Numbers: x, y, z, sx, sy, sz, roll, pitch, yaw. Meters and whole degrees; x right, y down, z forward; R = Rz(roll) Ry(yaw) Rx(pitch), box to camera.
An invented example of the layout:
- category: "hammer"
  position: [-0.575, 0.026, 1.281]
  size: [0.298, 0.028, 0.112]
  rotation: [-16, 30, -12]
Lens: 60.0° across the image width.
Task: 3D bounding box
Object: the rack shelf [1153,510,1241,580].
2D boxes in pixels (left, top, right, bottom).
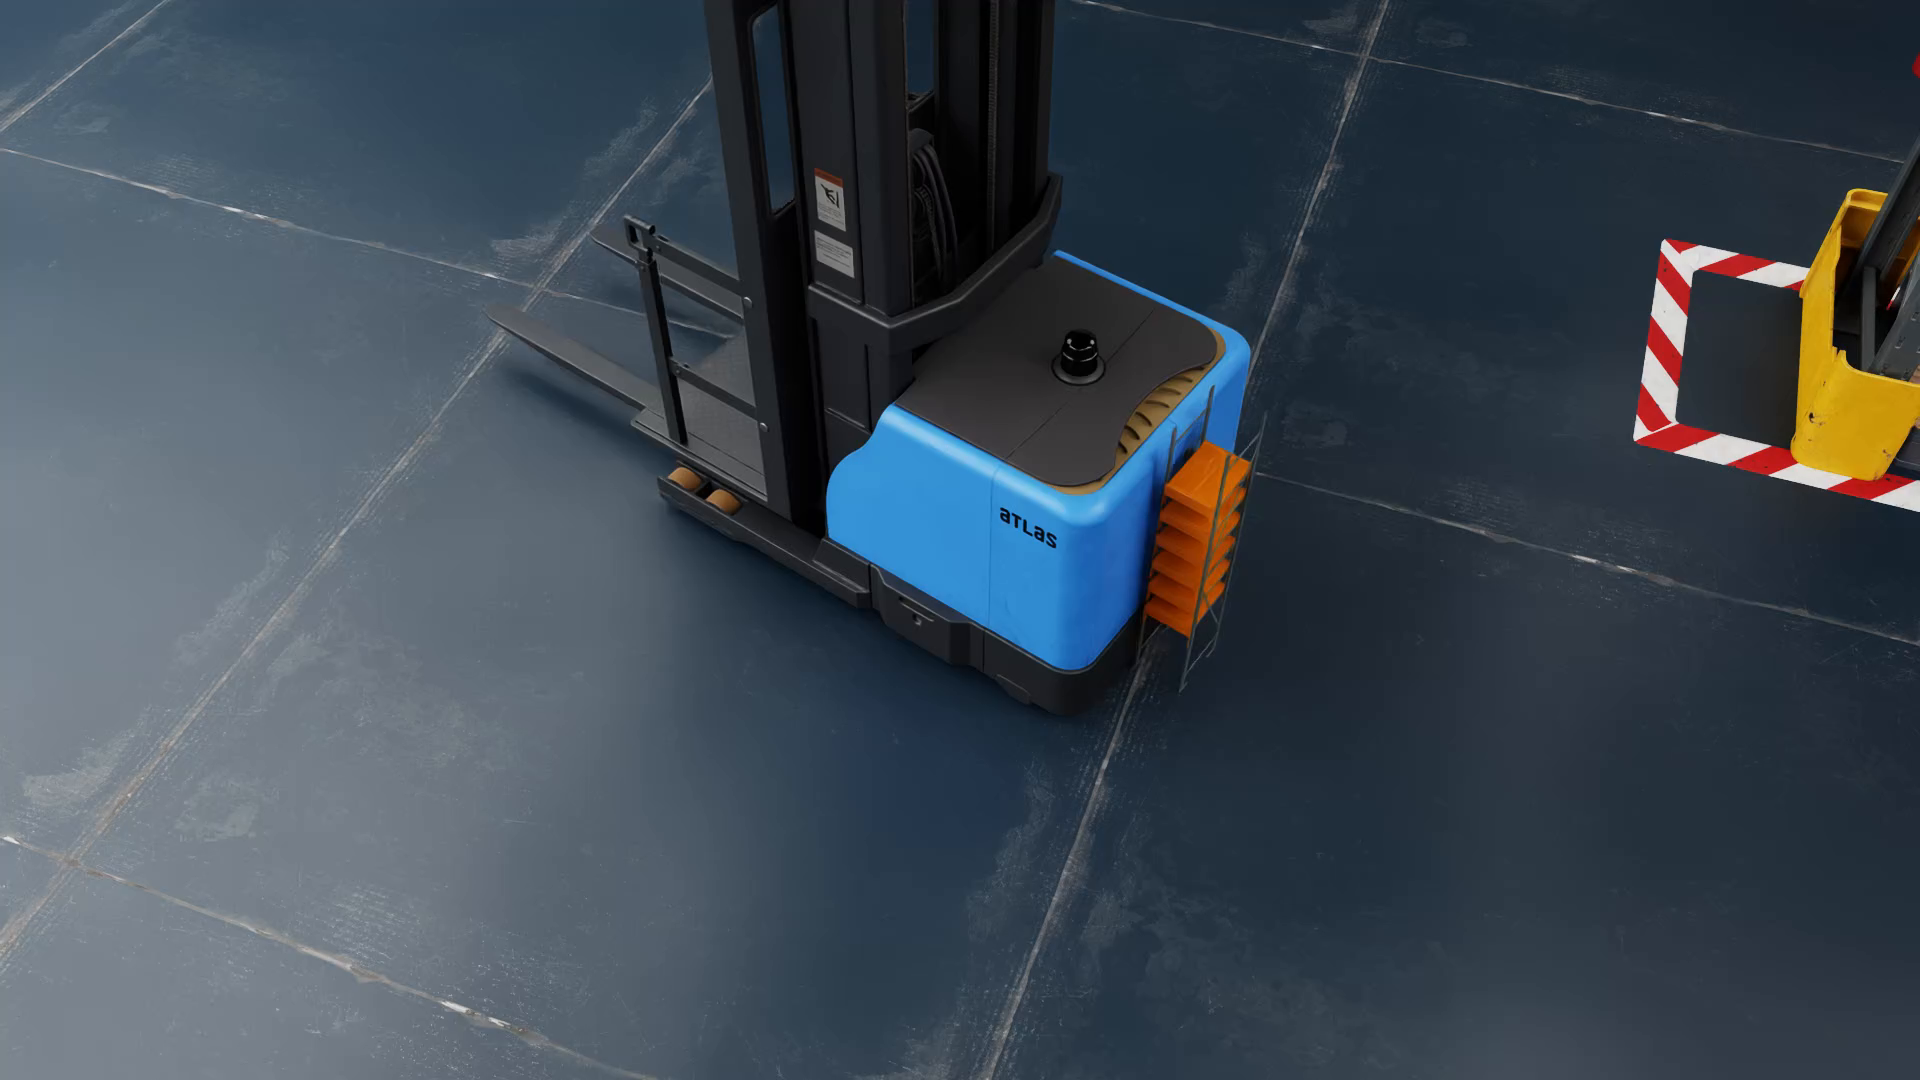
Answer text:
- category: "rack shelf"
  position: [0.770, -0.019, 5.370]
  size: [0.180, 0.103, 0.258]
  rotation: [30, 55, 22]

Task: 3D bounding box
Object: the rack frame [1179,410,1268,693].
- category: "rack frame"
  position: [0.843, 0.071, 5.394]
  size: [0.006, 1.200, 0.240]
  rotation: [30, 55, 22]

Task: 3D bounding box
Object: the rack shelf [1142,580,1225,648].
- category: "rack shelf"
  position: [0.765, 0.213, 5.645]
  size: [0.180, 0.103, 0.258]
  rotation: [30, 55, 22]

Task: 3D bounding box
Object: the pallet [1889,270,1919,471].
- category: "pallet"
  position: [4.370, -0.565, 6.600]
  size: [1.213, 0.211, 1.003]
  rotation: [16, 51, 13]

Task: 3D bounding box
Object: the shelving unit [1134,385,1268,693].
- category: "shelving unit"
  position: [0.769, 0.029, 5.428]
  size: [0.189, 1.200, 0.258]
  rotation: [30, 55, 22]

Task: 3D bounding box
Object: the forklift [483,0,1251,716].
- category: "forklift"
  position: [-0.525, -1.279, 5.419]
  size: [3.031, 2.935, 1.130]
  rotation: [29, 55, 23]

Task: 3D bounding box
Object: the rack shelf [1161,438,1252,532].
- category: "rack shelf"
  position: [0.774, -0.174, 5.187]
  size: [0.180, 0.103, 0.258]
  rotation: [30, 55, 22]

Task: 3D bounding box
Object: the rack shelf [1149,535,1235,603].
- category: "rack shelf"
  position: [0.769, 0.058, 5.462]
  size: [0.180, 0.103, 0.258]
  rotation: [30, 55, 22]

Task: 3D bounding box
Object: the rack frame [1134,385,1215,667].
- category: "rack frame"
  position: [0.695, -0.013, 5.462]
  size: [0.006, 1.200, 0.240]
  rotation: [30, 55, 22]

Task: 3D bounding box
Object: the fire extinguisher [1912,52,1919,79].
- category: "fire extinguisher"
  position: [3.688, -1.983, 6.035]
  size: [0.183, 0.674, 0.296]
  rotation: [16, 51, 13]

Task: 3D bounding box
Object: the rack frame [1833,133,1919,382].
- category: "rack frame"
  position: [3.638, -1.649, 5.694]
  size: [0.127, 3.000, 1.000]
  rotation: [16, 51, 13]

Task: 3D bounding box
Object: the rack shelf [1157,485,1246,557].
- category: "rack shelf"
  position: [0.772, -0.097, 5.279]
  size: [0.180, 0.103, 0.258]
  rotation: [30, 55, 22]

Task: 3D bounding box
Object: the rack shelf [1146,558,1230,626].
- category: "rack shelf"
  position: [0.767, 0.136, 5.554]
  size: [0.180, 0.103, 0.258]
  rotation: [30, 55, 22]

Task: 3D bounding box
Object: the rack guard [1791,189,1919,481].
- category: "rack guard"
  position: [3.616, -0.836, 6.644]
  size: [0.348, 0.500, 1.175]
  rotation: [16, 51, 13]
